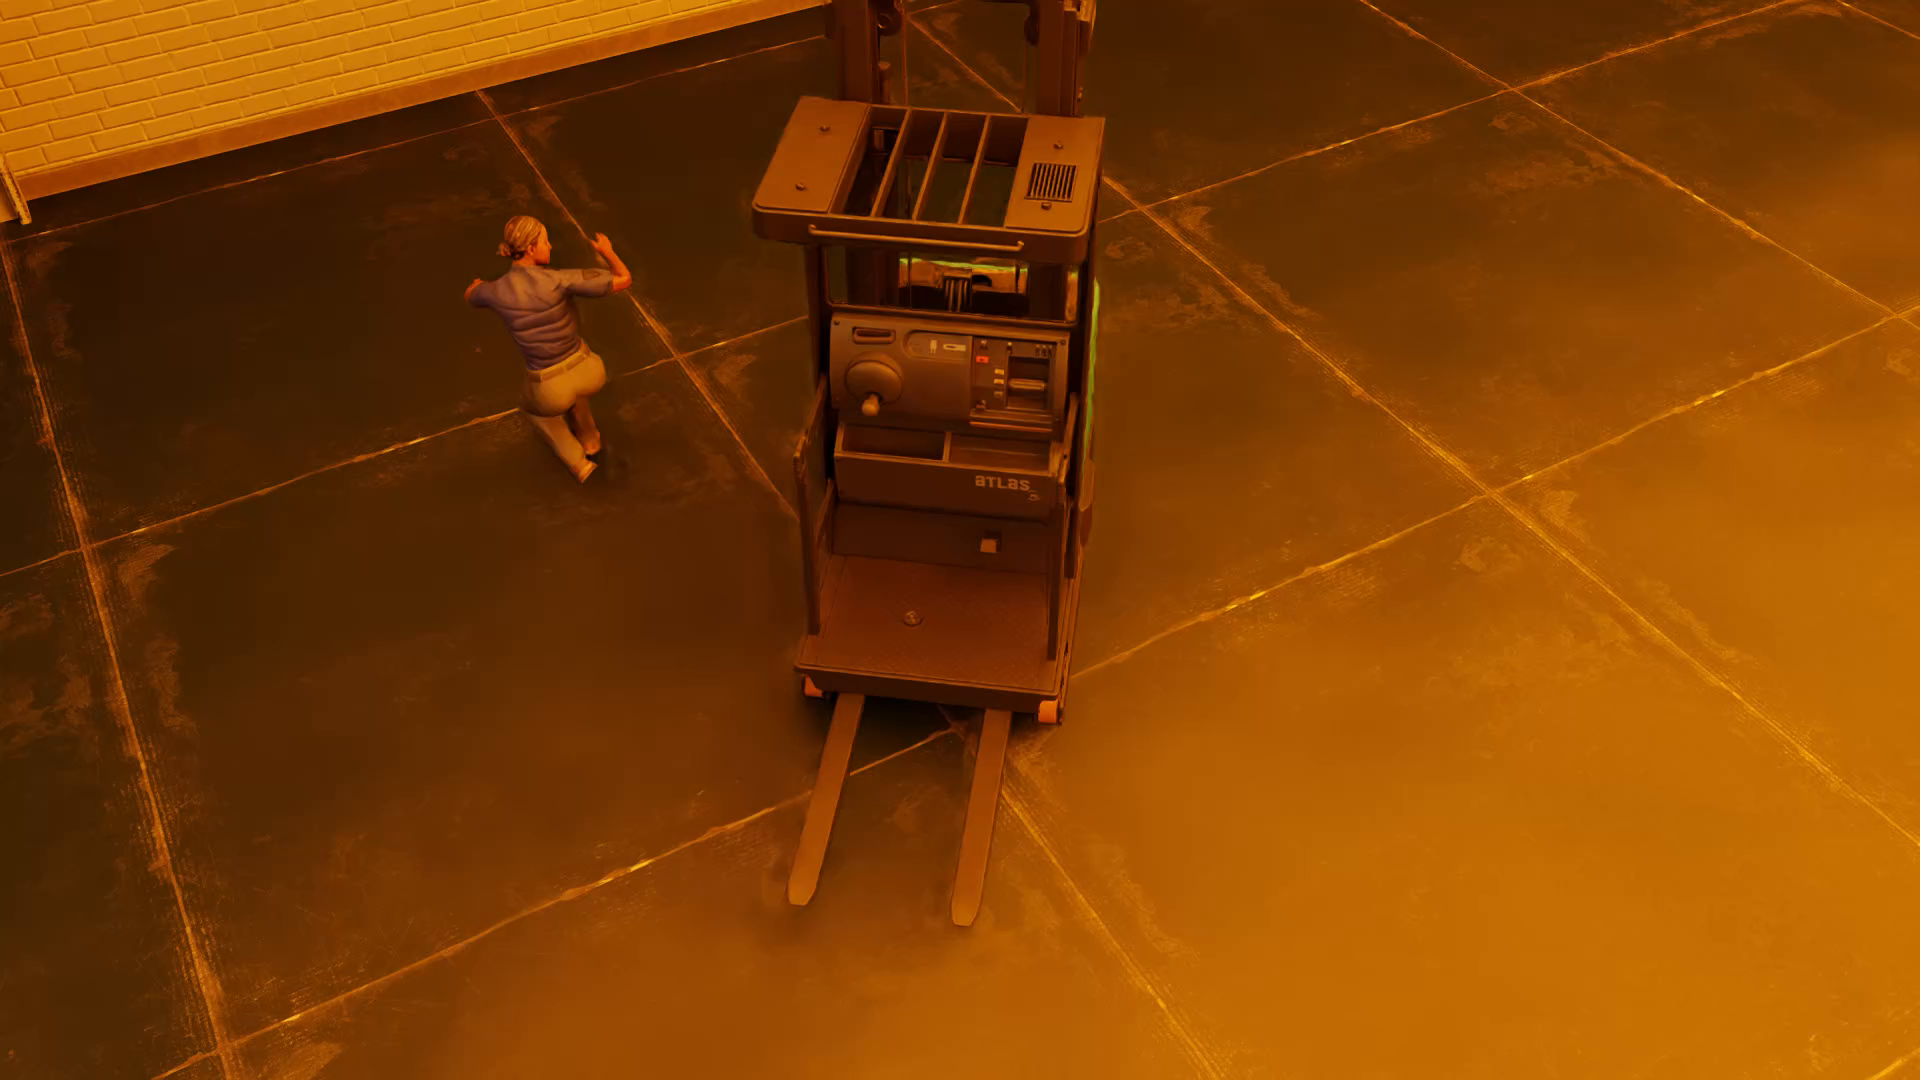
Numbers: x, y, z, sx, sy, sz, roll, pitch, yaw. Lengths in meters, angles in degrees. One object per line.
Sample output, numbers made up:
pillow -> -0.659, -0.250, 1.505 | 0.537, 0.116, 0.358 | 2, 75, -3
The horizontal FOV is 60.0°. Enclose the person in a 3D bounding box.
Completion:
person -> -1.937, -0.989, 7.914 | 0.690, 1.385, 0.951 | -20, 47, -20

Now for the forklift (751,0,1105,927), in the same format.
forklift -> -0.075, -0.563, 6.305 | 1.130, 2.935, 3.031 | 6, 43, 6
